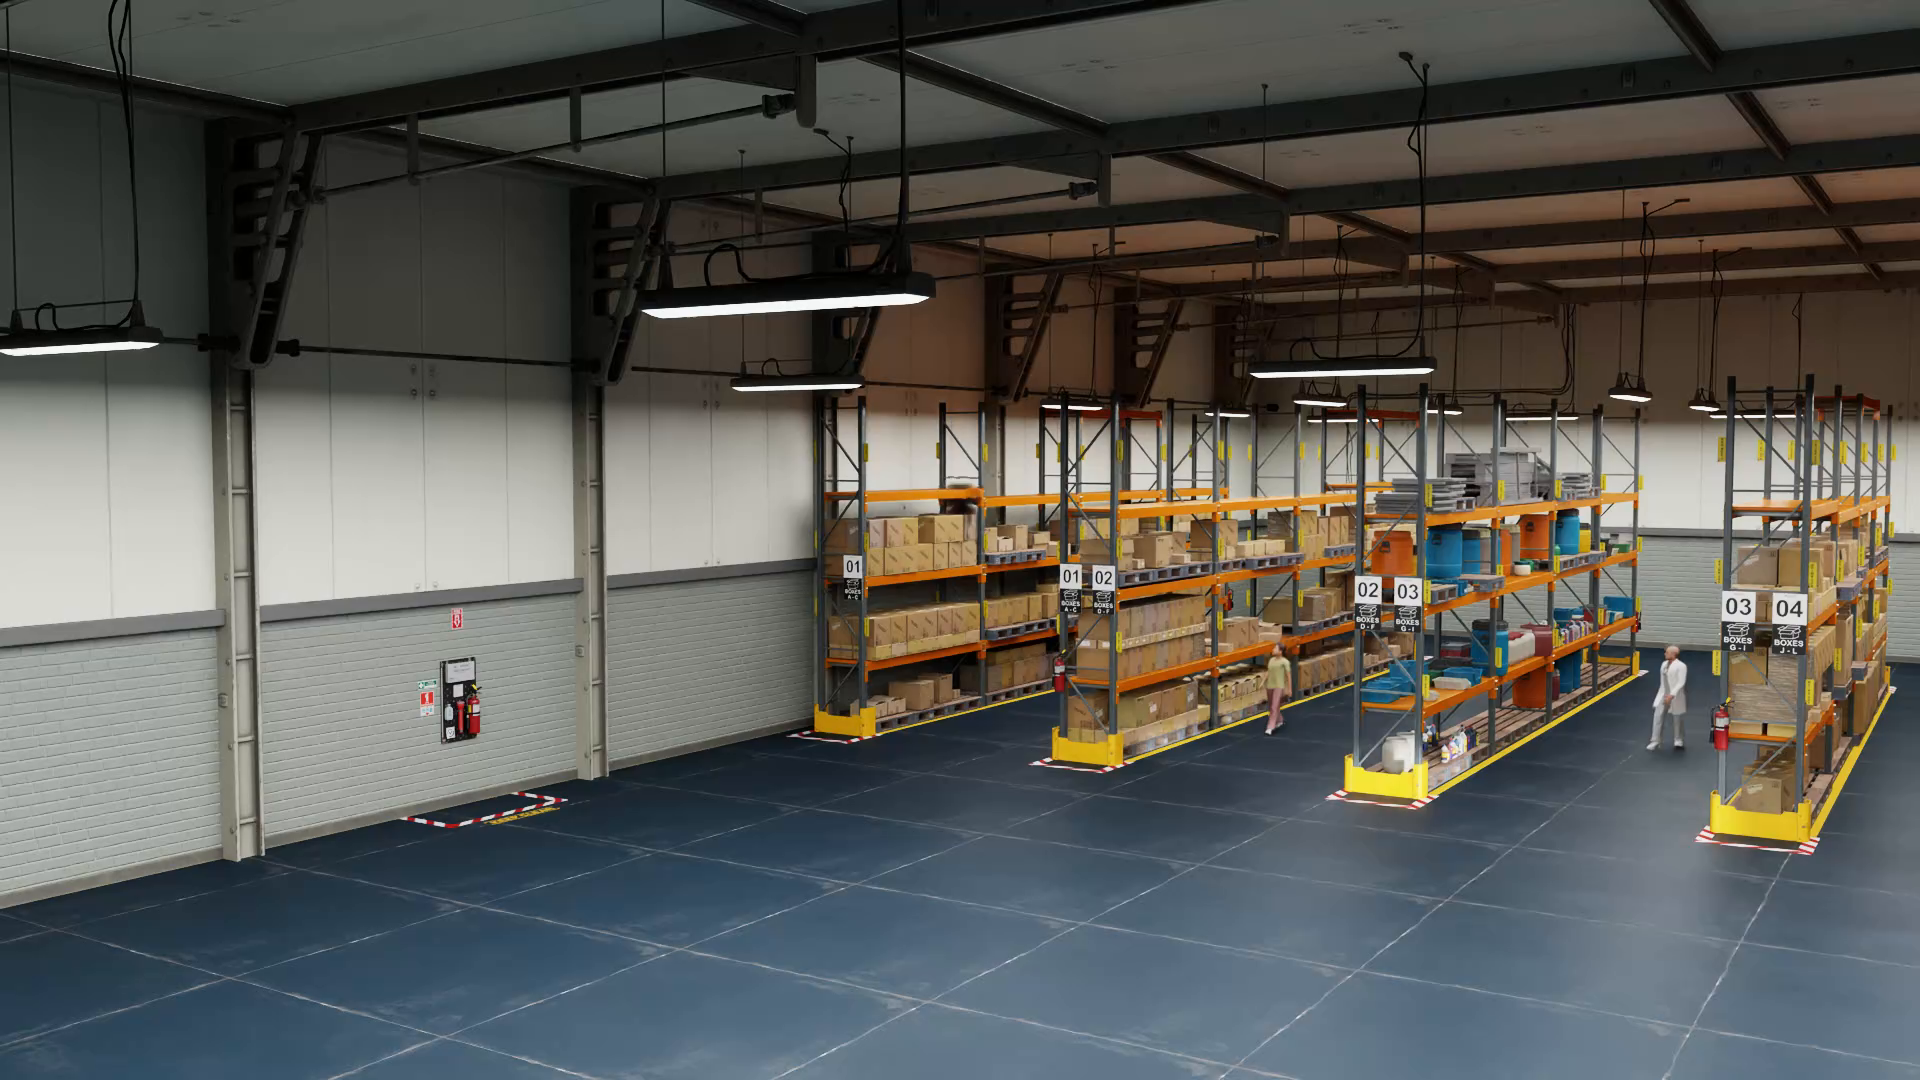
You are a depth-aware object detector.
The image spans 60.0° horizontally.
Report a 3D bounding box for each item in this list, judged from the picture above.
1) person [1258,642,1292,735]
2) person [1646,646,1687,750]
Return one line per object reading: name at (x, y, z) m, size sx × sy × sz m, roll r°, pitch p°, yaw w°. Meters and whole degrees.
person at (5.631, 2.642, 29.677) m, size 0.596 × 1.611 × 1.029 m, roll 2°, pitch 4°, yaw 35°
person at (11.926, 2.642, 27.924) m, size 0.539 × 1.724 × 1.094 m, roll 3°, pitch 4°, yaw 42°
